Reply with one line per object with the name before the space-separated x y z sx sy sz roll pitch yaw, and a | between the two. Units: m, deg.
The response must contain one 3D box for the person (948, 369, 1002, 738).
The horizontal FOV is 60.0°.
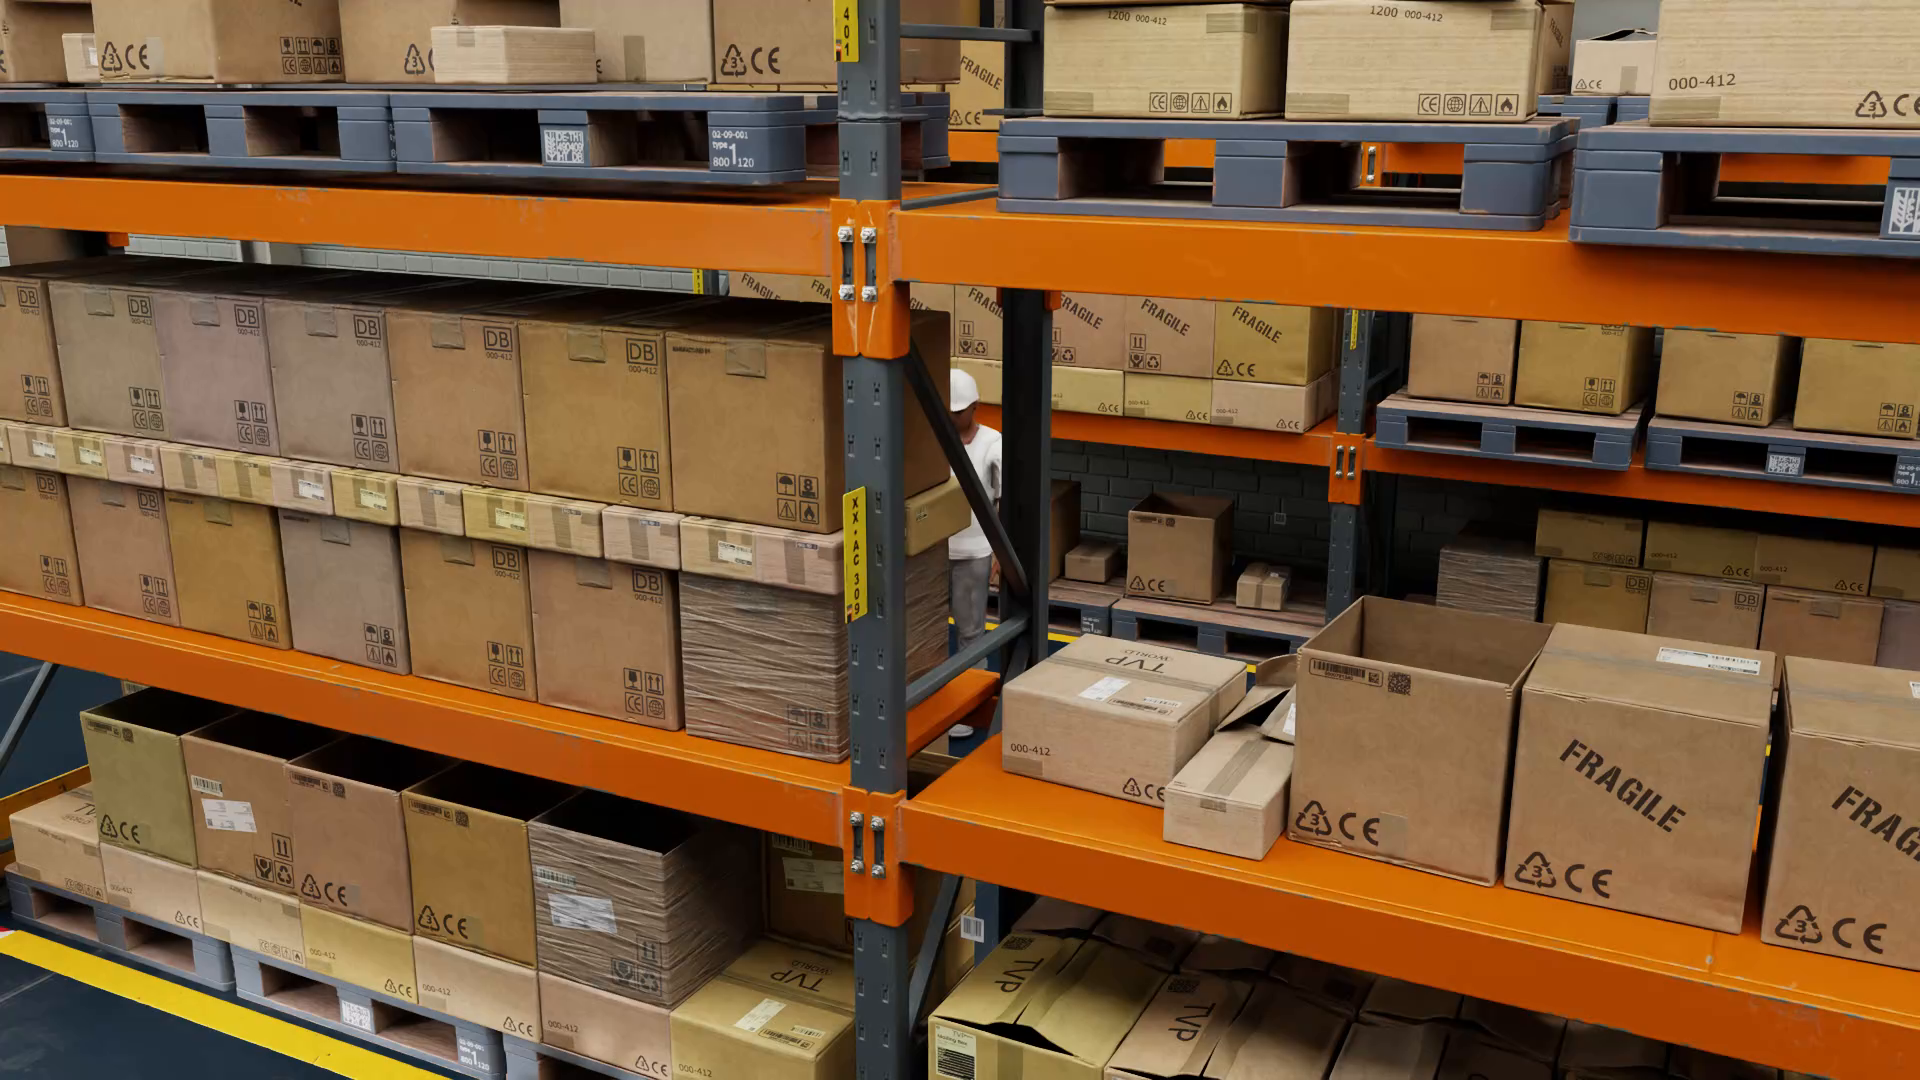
person | -0.040 0.075 7.926 0.590 1.783 0.459 6 17 21
